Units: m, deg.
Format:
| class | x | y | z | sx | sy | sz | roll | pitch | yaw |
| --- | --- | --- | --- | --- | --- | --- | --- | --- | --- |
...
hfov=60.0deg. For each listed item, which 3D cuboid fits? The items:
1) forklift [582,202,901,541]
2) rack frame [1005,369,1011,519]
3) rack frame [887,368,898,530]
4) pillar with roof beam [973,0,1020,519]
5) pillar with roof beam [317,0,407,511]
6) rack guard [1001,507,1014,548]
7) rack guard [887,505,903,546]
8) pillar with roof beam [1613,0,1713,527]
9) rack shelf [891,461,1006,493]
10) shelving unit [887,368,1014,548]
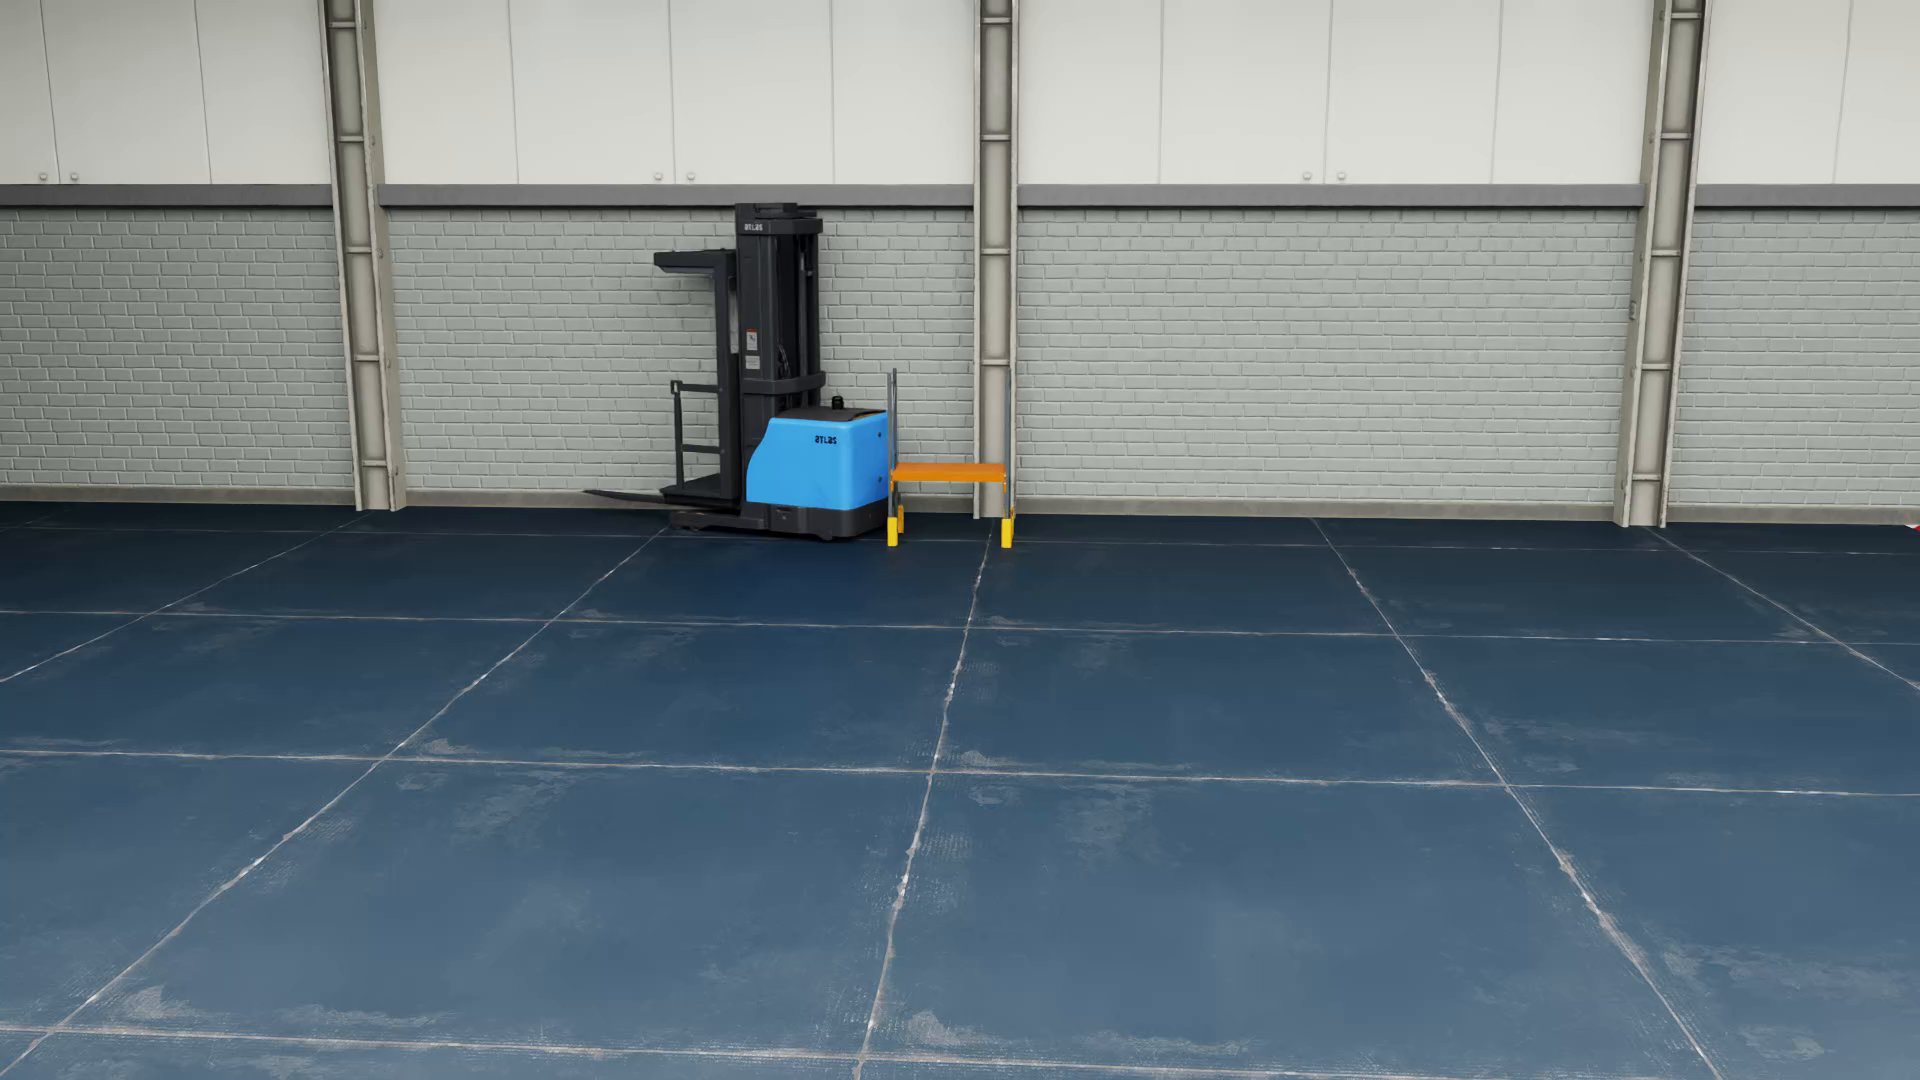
| class | x | y | z | sx | sy | sz | roll | pitch | yaw |
| --- | --- | --- | --- | --- | --- | --- | --- | --- | --- |
| forklift | -2.105 | -1.611 | 15.309 | 3.031 | 2.935 | 1.130 | 6 | 13 | 25 |
| rack frame | 0.422 | -0.728 | 14.587 | 0.032 | 1.500 | 0.500 | 1 | 12 | 4 |
| rack frame | -0.592 | -0.742 | 14.653 | 0.032 | 1.500 | 0.500 | 1 | 12 | 4 |
| pillar with roof beam | 0.044 | -3.757 | 10.749 | 0.400 | 9.000 | 9.100 | 1 | 12 | 4 |
| pillar with roof beam | -5.942 | -3.839 | 11.142 | 0.400 | 9.000 | 9.100 | 1 | 12 | 4 |
| rack guard | 0.421 | -0.117 | 14.715 | 0.087 | 0.250 | 0.587 | 1 | 12 | 4 |
| rack guard | -0.573 | -0.130 | 14.780 | 0.087 | 0.250 | 0.587 | 1 | 12 | 4 |
| pillar with roof beam | 6.031 | -3.675 | 10.357 | 0.400 | 9.000 | 9.100 | 1 | 12 | 4 |
| rack shelf | -0.085 | -0.559 | 14.657 | 1.000 | 0.185 | 0.538 | 1 | 12 | 4 |
| shelving unit | -0.076 | -0.735 | 14.619 | 1.083 | 1.500 | 0.587 | 1 | 12 | 4 |
